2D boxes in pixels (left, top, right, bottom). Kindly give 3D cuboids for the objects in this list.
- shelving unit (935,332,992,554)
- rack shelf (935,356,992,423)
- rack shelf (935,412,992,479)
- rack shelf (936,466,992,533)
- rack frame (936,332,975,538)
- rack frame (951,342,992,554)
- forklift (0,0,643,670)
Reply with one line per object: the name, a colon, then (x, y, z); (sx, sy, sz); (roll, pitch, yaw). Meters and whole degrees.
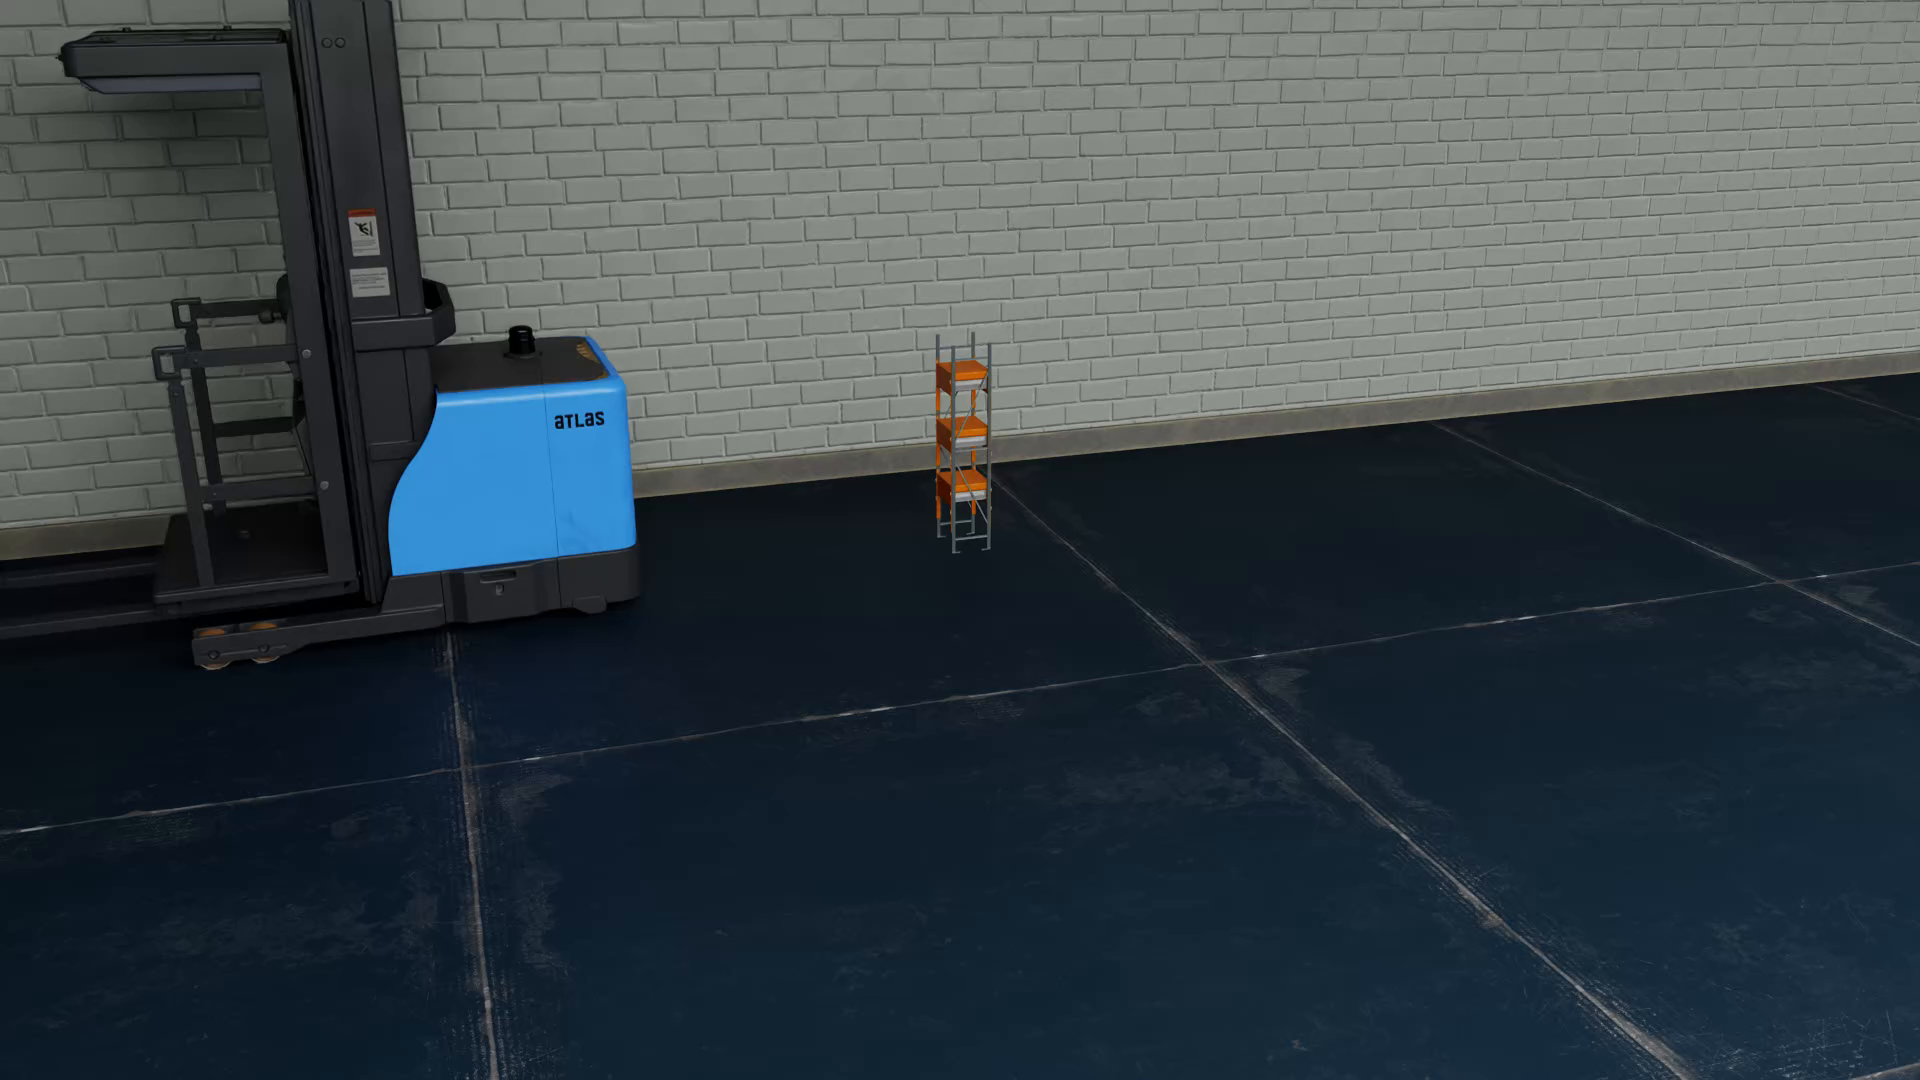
shelving unit: (0.017, -0.477, 8.191); (0.215, 1.050, 0.252); (-6, 21, -17)
rack shelf: (0.017, -0.734, 8.099); (0.215, 0.259, 0.240); (-6, 21, -17)
rack shelf: (0.017, -0.467, 8.195); (0.215, 0.259, 0.240); (-6, 21, -17)
rack shelf: (0.017, -0.205, 8.289); (0.215, 0.259, 0.240); (-6, 21, -17)
rack frame: (-0.022, -0.516, 8.300); (0.200, 1.050, 0.008); (-6, 21, -17)
rack frame: (0.055, -0.438, 8.082); (0.200, 1.050, 0.008); (-6, 21, -17)
forklift: (-3.011, -1.042, 6.981); (3.031, 2.935, 1.130); (-7, 21, -19)
